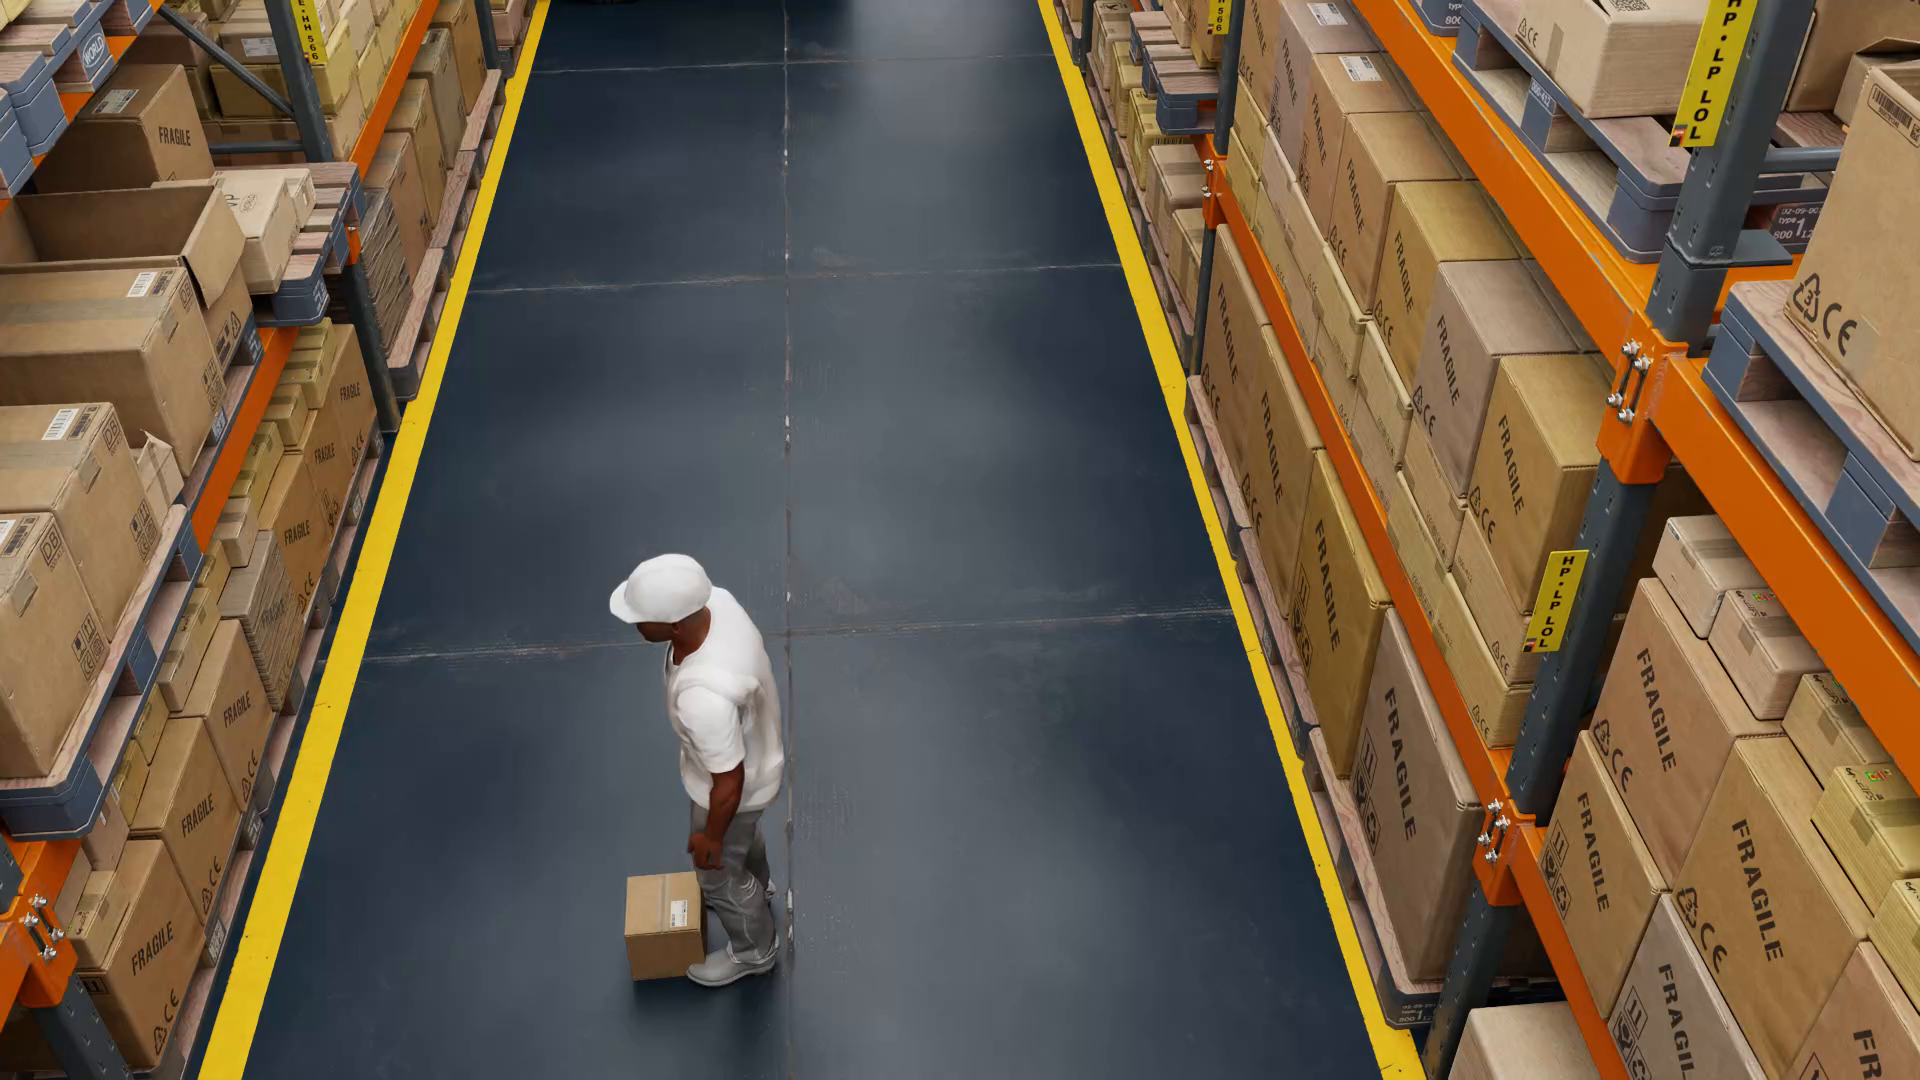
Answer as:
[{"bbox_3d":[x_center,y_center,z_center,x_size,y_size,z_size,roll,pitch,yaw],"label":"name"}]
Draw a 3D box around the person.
[{"bbox_3d":[-0.776,0.722,5.244,0.454,1.761,0.635,-5,39,-6],"label":"person"}]
